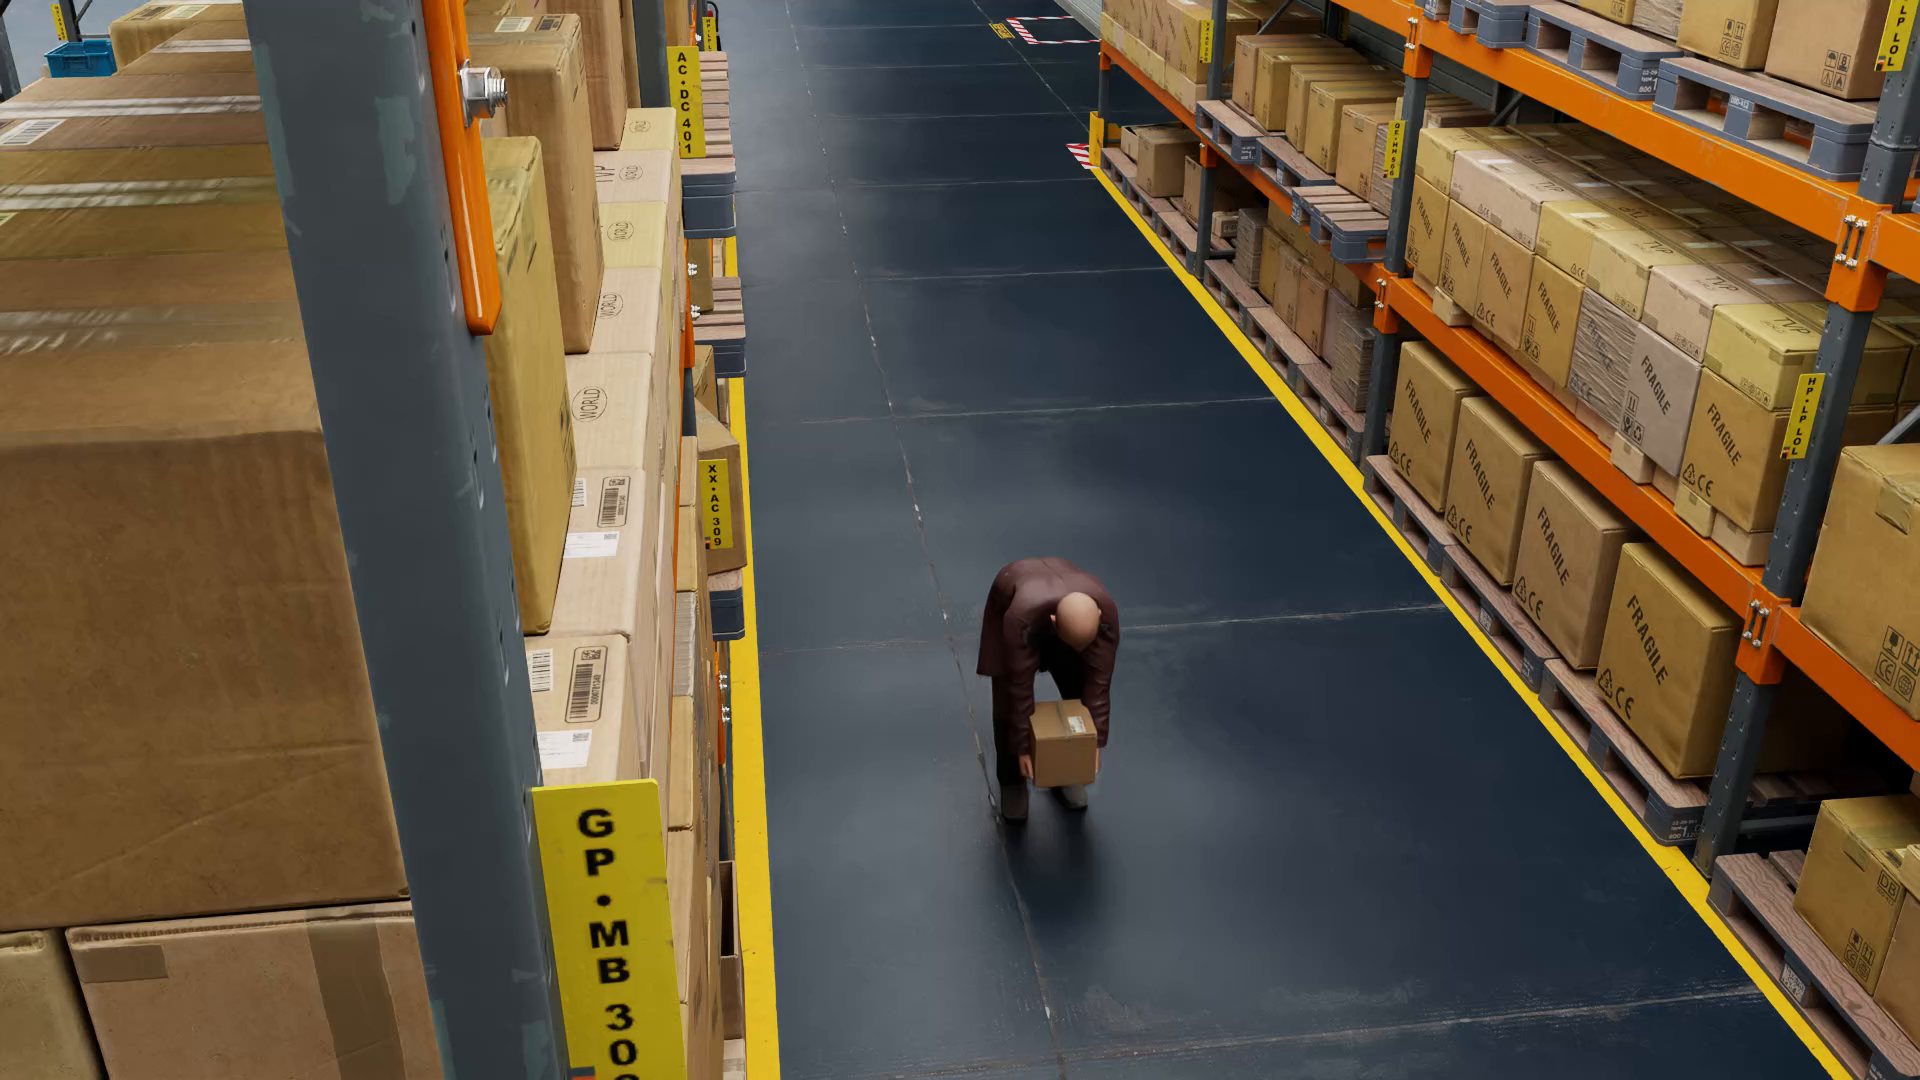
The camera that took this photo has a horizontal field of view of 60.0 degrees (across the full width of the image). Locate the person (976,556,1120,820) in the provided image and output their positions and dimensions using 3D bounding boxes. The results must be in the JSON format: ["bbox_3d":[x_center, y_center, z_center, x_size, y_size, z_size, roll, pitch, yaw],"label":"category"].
[{"bbox_3d":[0.377,0.630,6.933,0.567,1.285,0.910,-5,27,-9],"label":"person"}]
